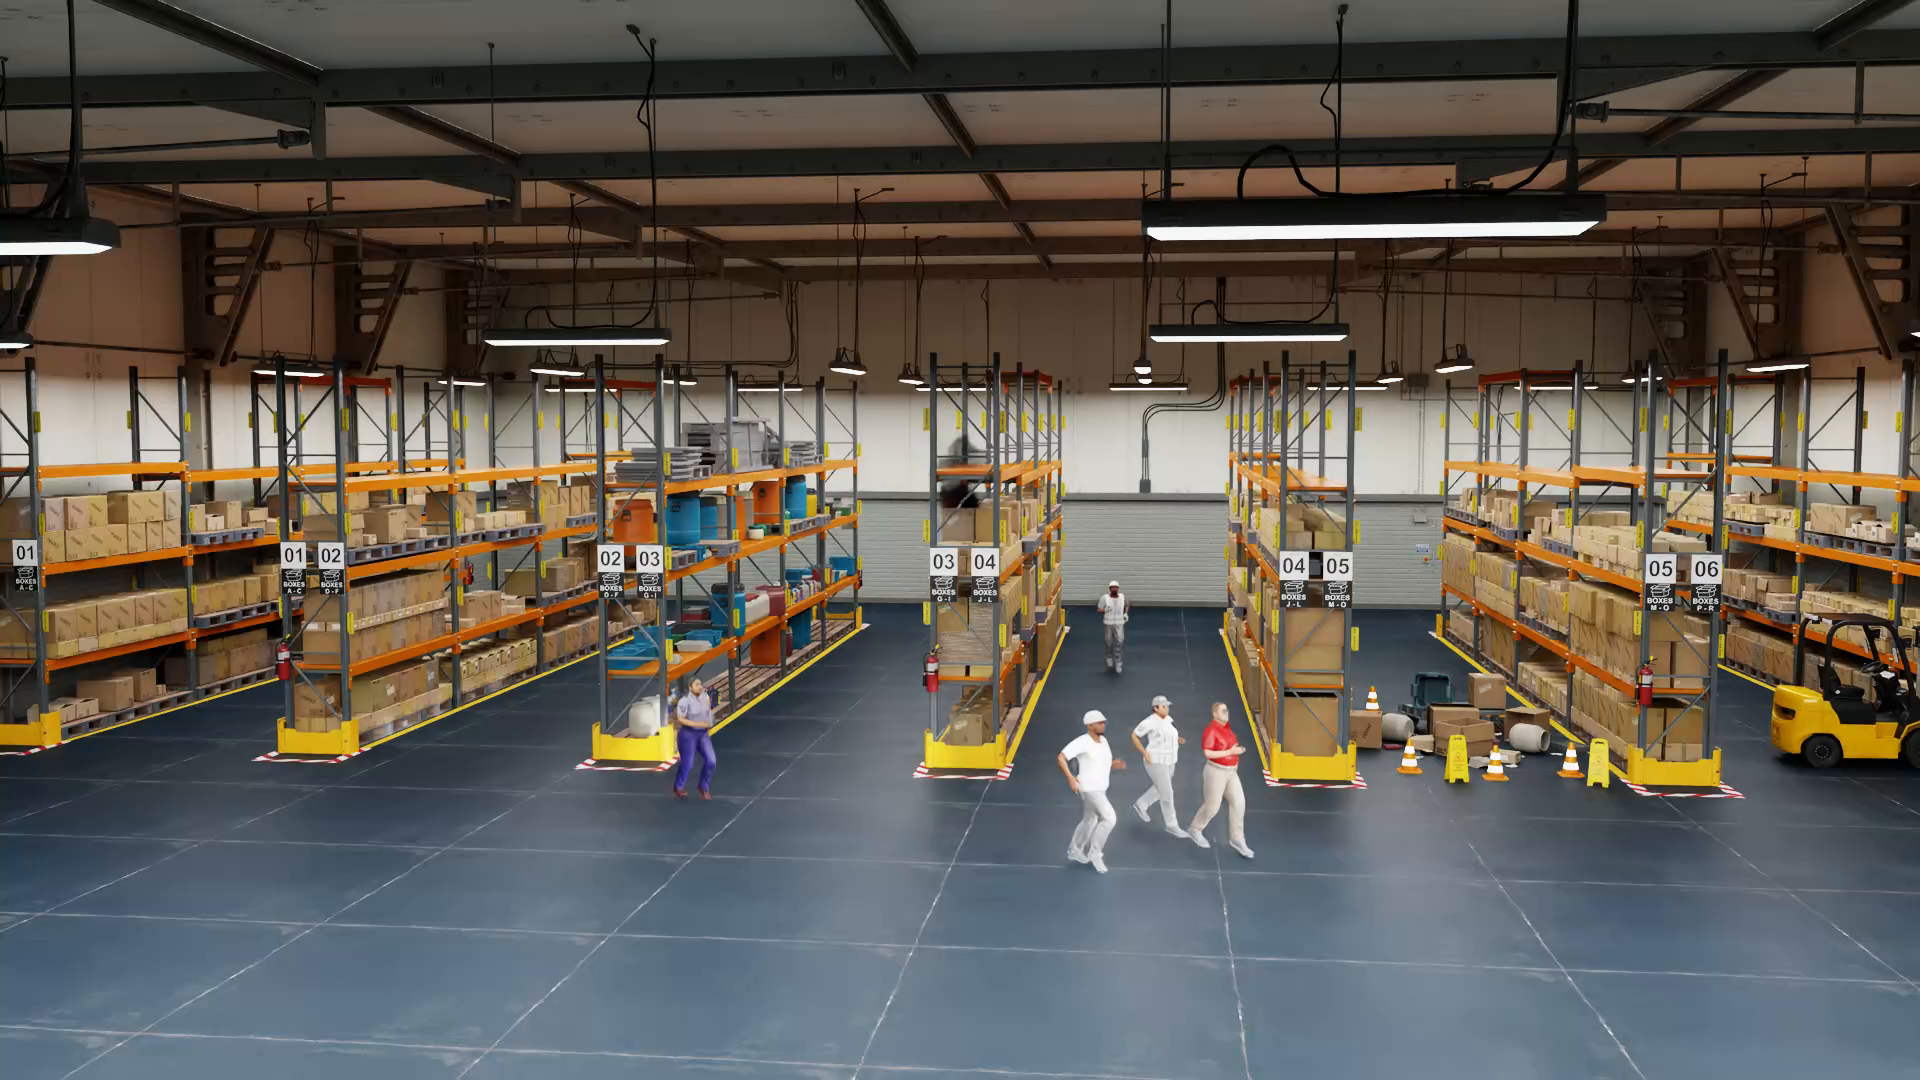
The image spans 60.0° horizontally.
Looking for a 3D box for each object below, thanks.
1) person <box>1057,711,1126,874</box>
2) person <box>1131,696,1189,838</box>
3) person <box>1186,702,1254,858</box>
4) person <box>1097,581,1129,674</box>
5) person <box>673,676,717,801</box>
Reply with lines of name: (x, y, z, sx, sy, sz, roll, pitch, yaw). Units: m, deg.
person: (1.512, 2.807, 18.600, 0.701, 1.805, 0.684, 2, 5, 28)
person: (2.454, 2.718, 20.267, 0.902, 1.648, 0.607, 4, 6, 43)
person: (3.022, 2.764, 19.326, 0.823, 1.773, 0.647, 4, 6, 44)
person: (3.093, 1.726, 33.454, 0.664, 1.823, 0.824, 0, 4, 0)
person: (-3.498, 2.651, 22.008, 0.715, 1.712, 0.620, 4, 5, 41)
